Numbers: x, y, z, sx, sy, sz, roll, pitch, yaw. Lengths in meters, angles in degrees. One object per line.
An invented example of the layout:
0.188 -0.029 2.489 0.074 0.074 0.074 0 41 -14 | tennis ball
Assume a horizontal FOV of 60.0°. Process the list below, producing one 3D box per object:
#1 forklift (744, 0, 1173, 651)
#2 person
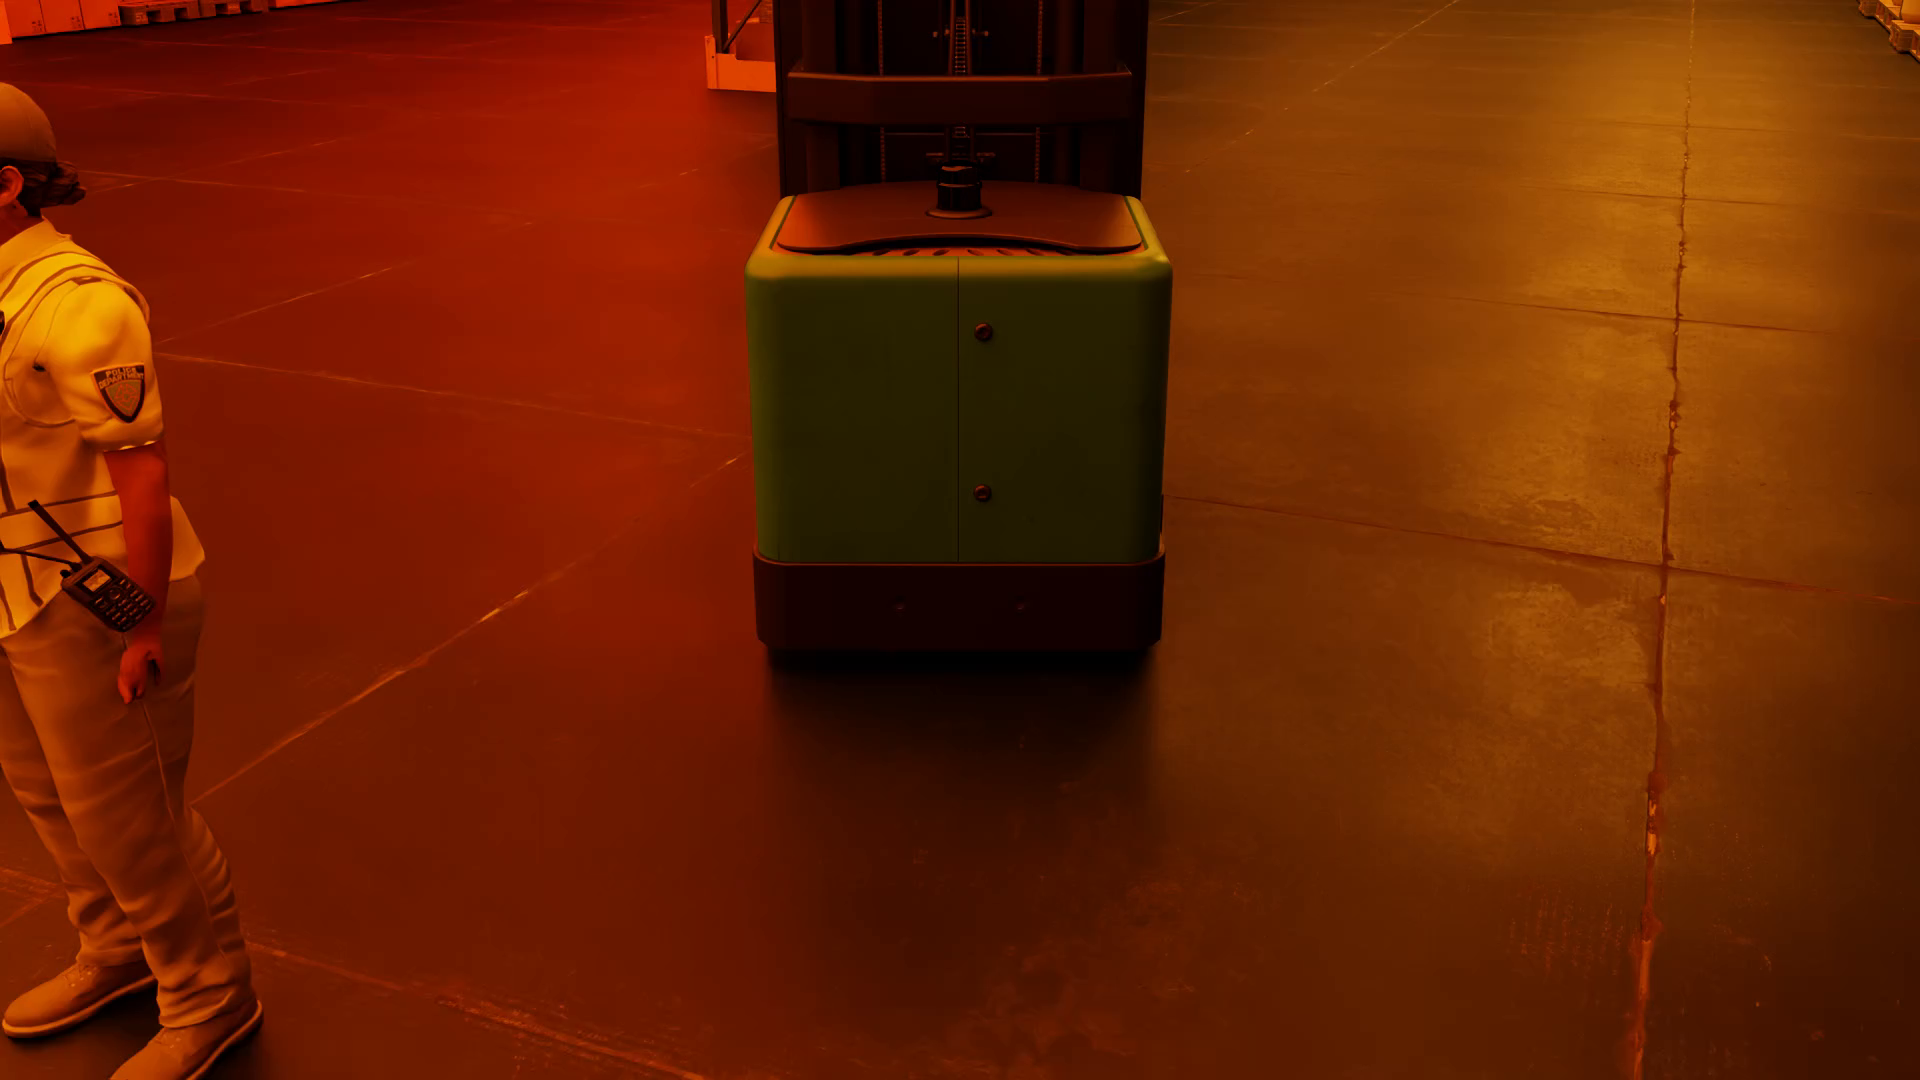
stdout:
0.002 -1.587 5.089 1.130 2.935 3.031 0 23 0 | forklift
-1.447 0.108 2.685 0.471 1.668 0.382 15 27 32 | person
